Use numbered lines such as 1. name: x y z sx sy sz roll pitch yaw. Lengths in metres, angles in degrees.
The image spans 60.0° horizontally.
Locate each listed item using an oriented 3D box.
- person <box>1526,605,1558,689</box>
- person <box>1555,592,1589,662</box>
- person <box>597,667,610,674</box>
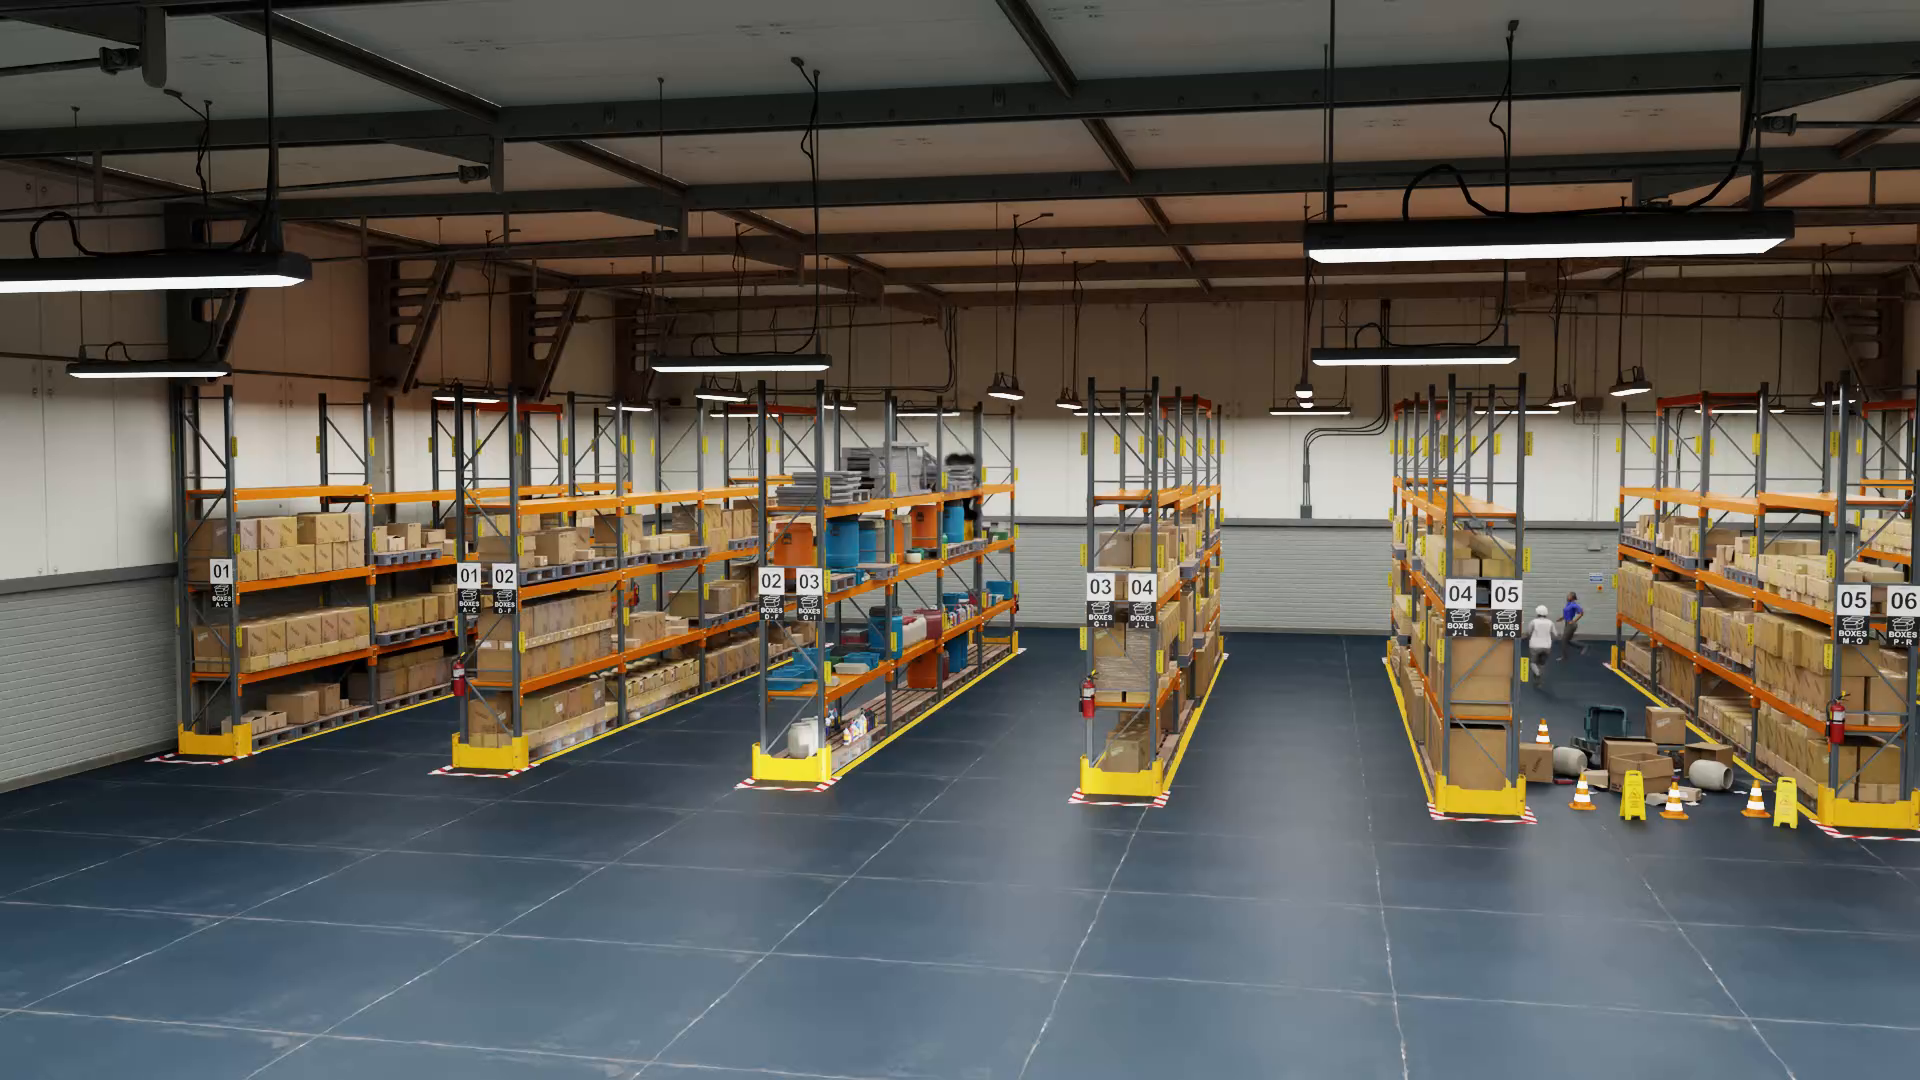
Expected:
1. person: 12.021 2.211 34.423 0.644 1.727 0.580 0 3 6
2. person: 14.307 2.030 38.818 0.791 1.649 0.578 0 3 3
3. person: -7.198 2.238 33.838 0.646 1.748 0.797 0 3 8
